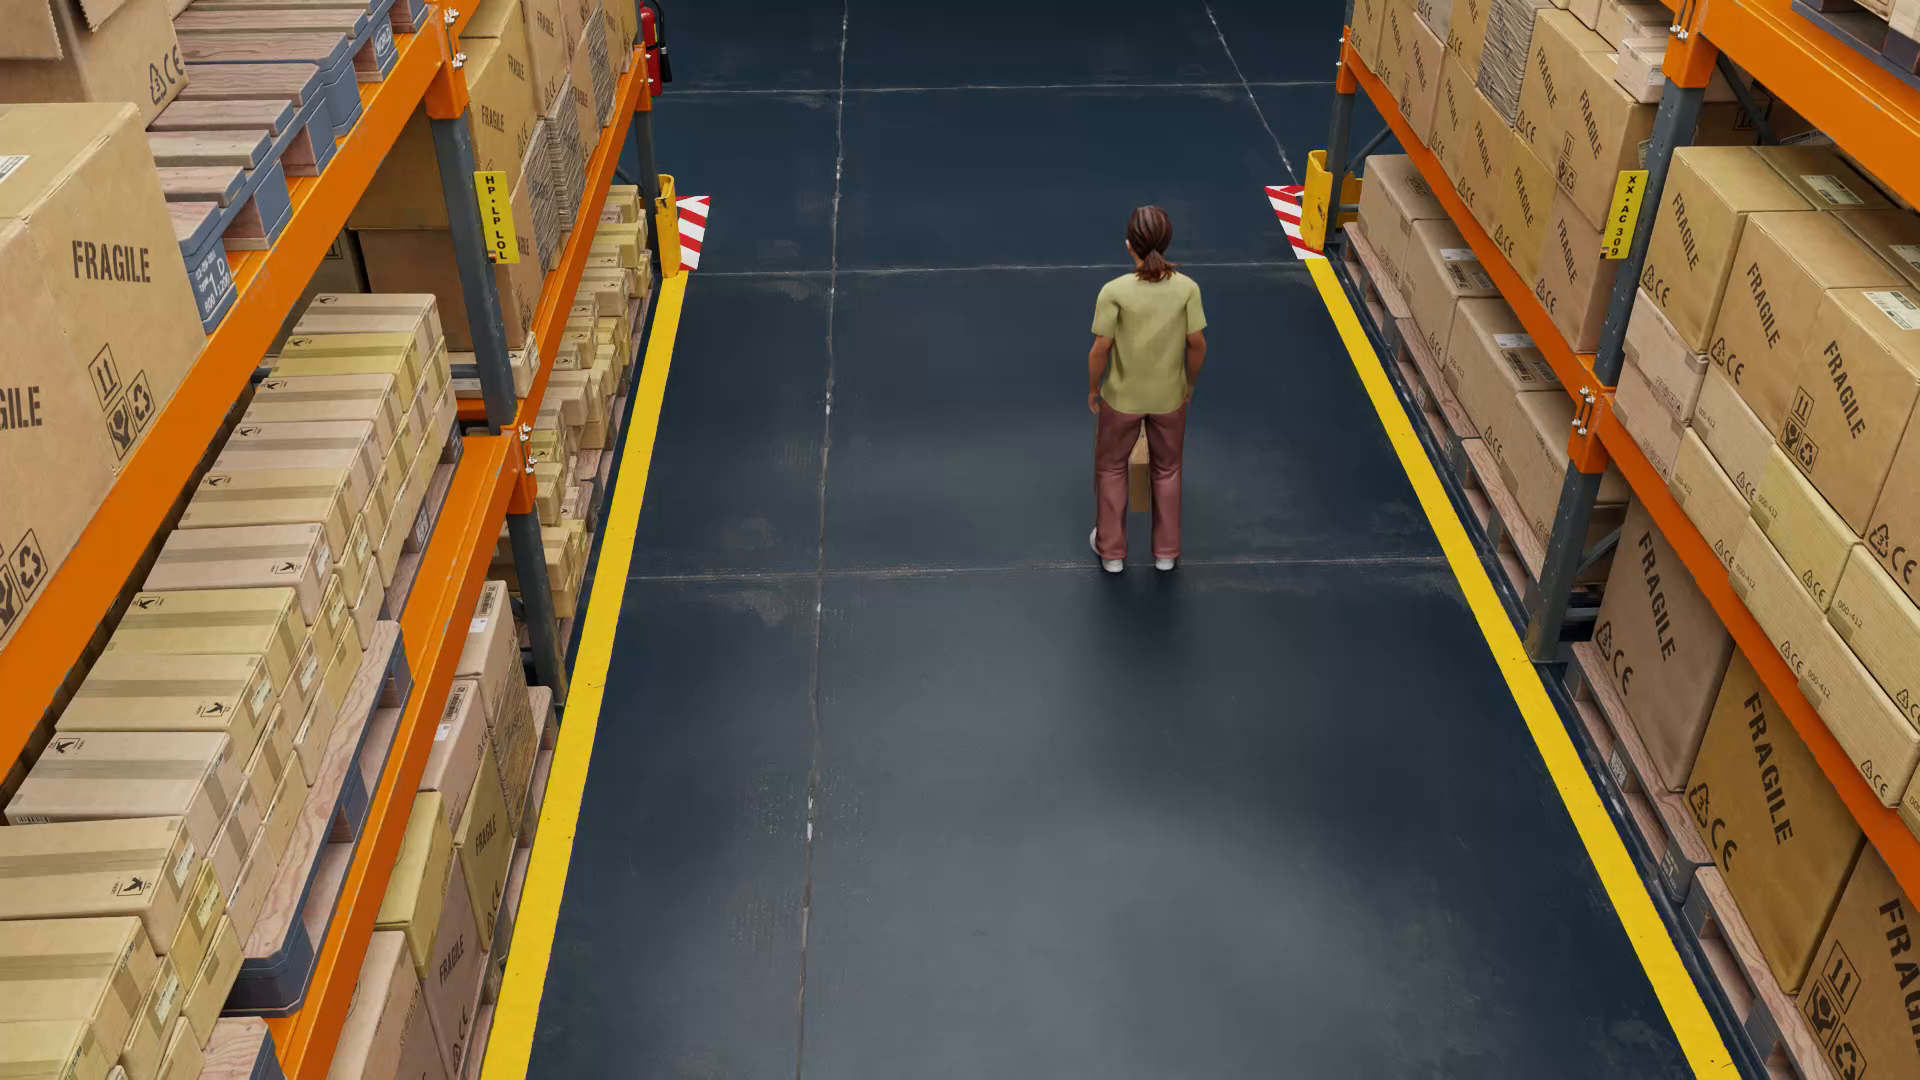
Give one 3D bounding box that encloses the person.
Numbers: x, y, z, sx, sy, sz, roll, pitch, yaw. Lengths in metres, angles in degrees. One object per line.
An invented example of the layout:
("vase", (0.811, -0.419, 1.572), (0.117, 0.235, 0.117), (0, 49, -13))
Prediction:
("person", (0.766, -0.606, 6.999), (0.488, 1.674, 0.363), (-3, 35, -4))
